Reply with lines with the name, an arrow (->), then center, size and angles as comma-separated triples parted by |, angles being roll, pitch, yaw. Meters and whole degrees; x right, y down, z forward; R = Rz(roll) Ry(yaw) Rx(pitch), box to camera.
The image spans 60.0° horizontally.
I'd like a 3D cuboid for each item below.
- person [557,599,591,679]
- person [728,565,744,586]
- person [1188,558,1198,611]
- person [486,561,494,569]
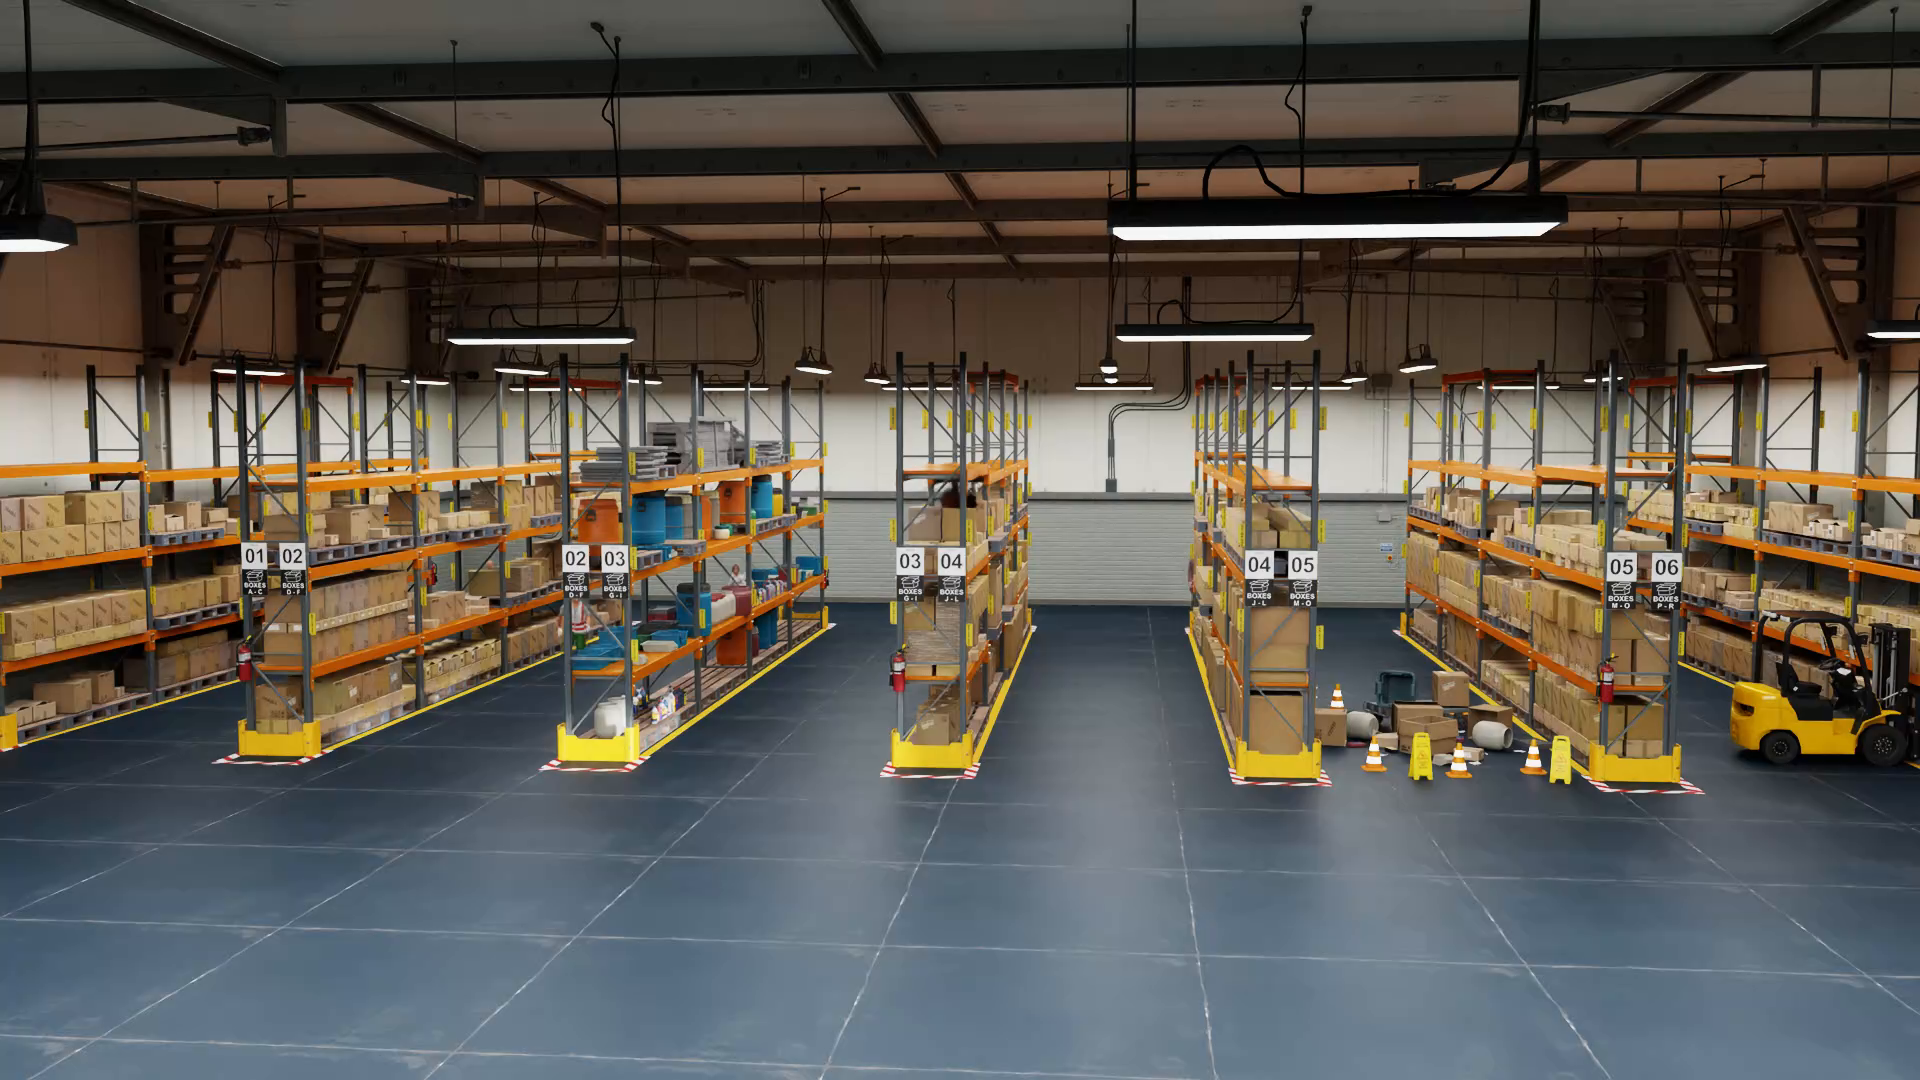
person -> -7.573, 1.842, 32.695 | 0.742, 1.813, 0.877 | 0, 4, 6
person -> -5.454, 1.359, 40.373 | 0.526, 1.538, 0.979 | 2, 4, 21
person -> 6.144, 1.110, 42.560 | 0.582, 1.805, 0.529 | -1, 4, -8
person -> -10.992, 1.354, 39.271 | 0.552, 1.720, 0.547 | 1, 4, 19
